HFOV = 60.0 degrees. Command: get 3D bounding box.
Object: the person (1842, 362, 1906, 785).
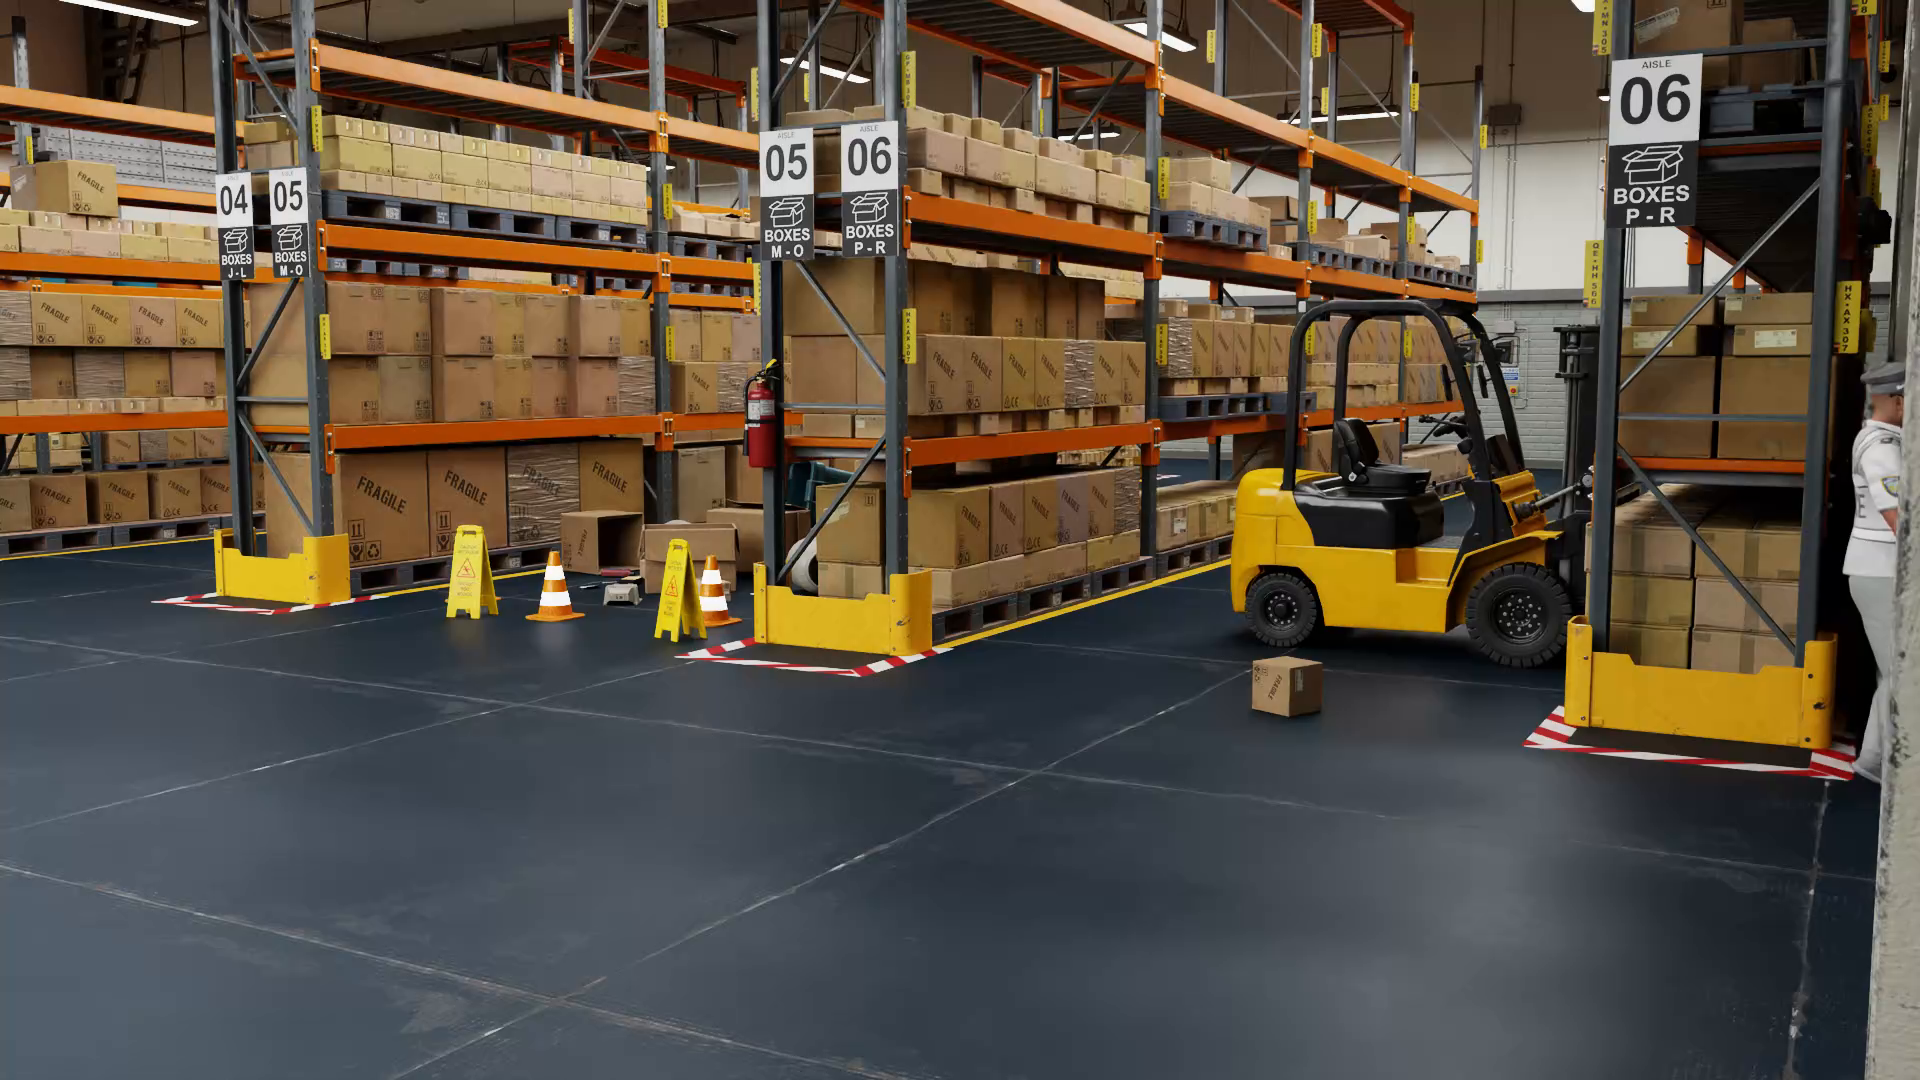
[{"bbox_3d":[3.796,0.198,6.607,0.522,1.829,0.558,3,7,29],"label":"person"}]
